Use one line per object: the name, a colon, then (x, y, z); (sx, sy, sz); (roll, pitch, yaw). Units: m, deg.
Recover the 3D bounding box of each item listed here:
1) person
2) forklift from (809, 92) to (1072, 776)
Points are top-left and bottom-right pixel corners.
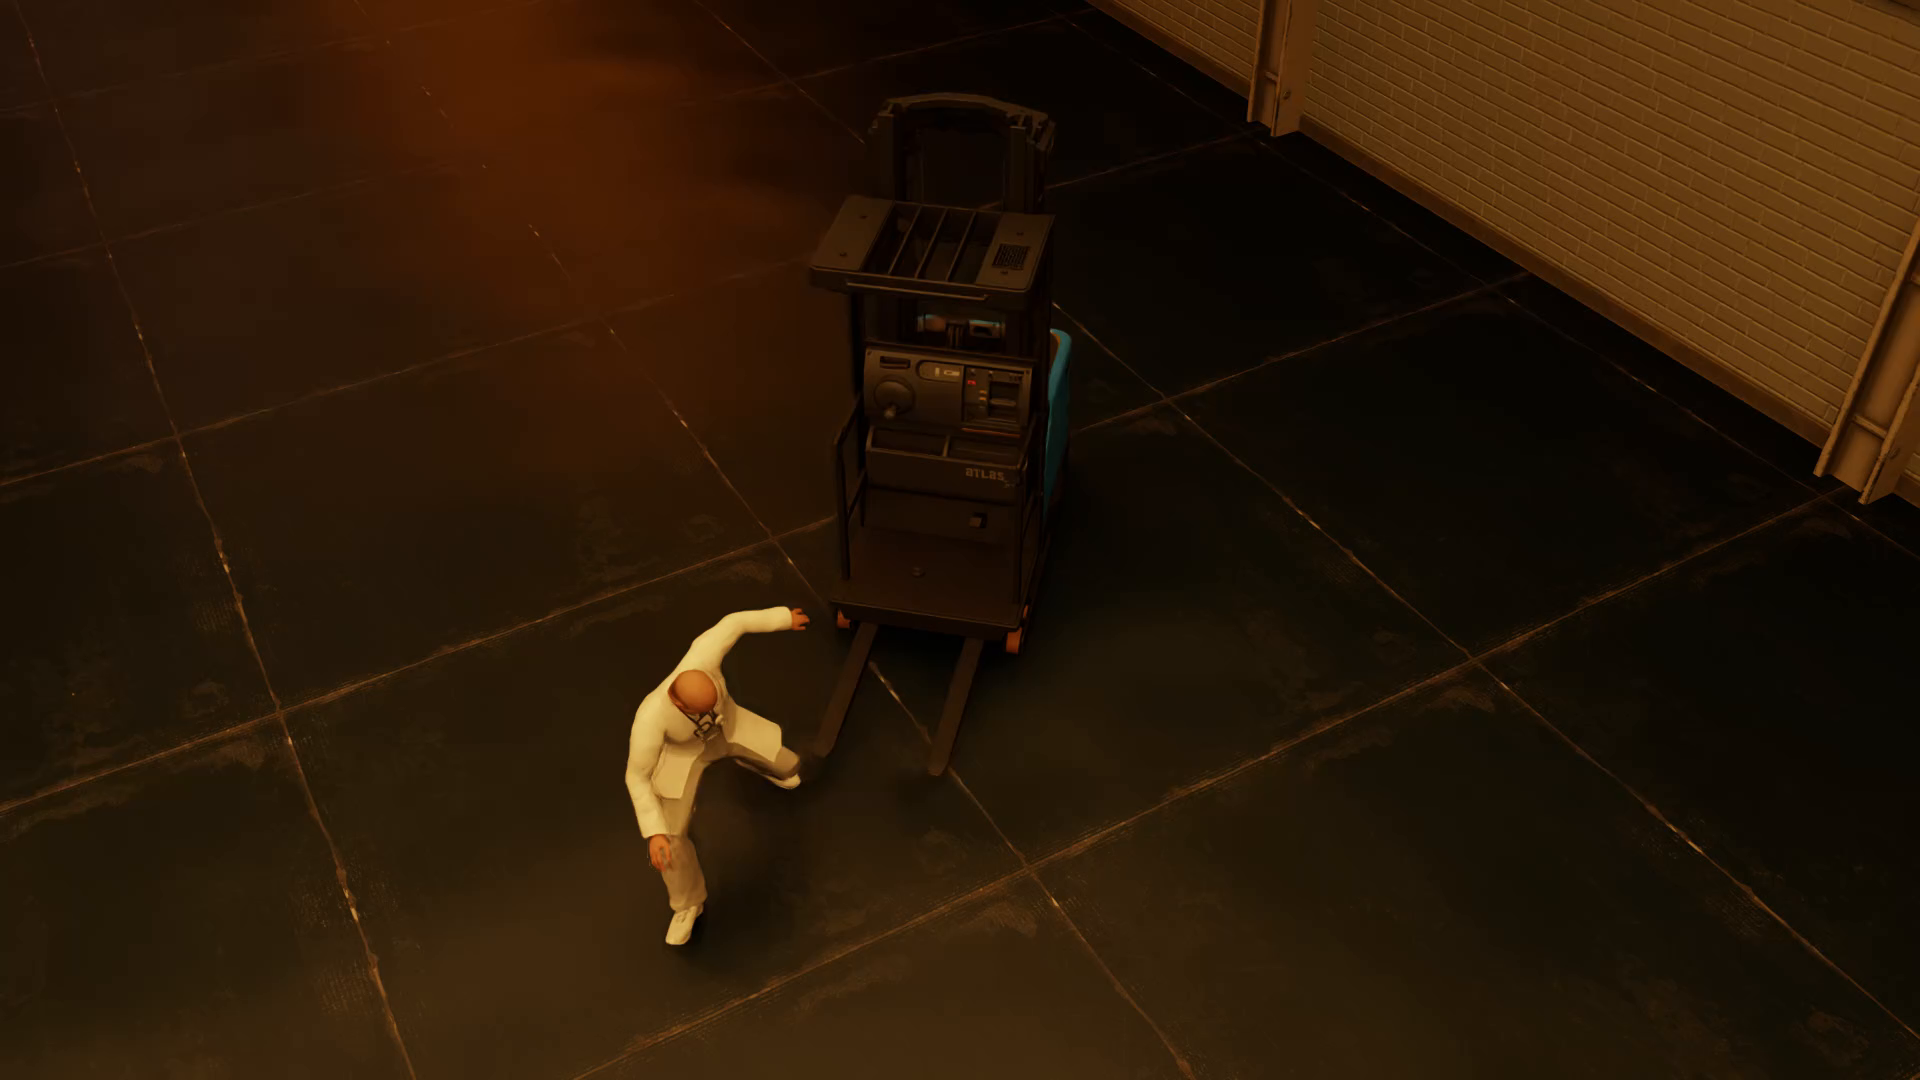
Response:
person: (-1.137, 0.997, 7.988); (1.231, 1.476, 0.795); (-28, 47, -29)
forklift: (-0.112, -0.736, 8.924); (1.130, 2.935, 3.031); (8, 40, 9)
